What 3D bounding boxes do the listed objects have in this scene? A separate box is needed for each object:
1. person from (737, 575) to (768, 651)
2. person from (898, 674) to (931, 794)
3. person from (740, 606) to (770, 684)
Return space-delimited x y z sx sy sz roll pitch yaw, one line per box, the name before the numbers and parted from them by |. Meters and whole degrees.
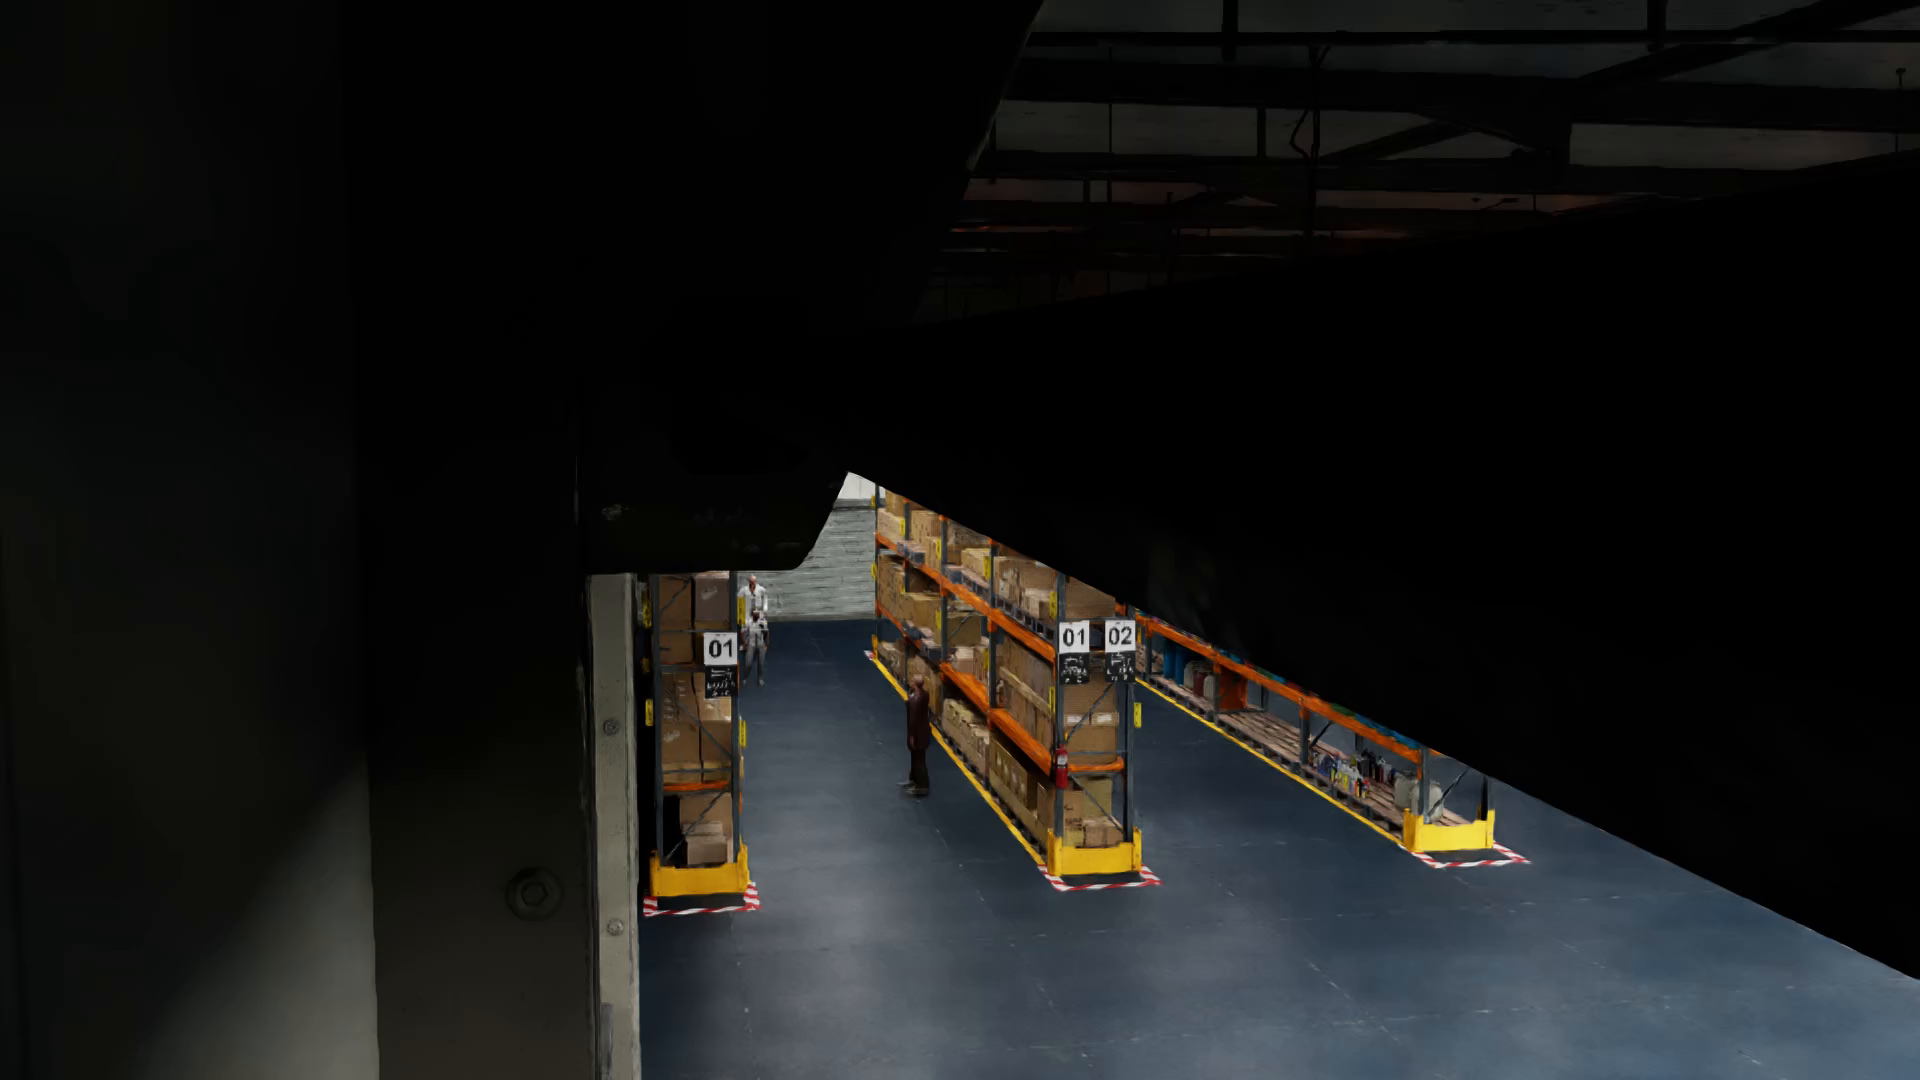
person | -4.683 1.638 37.390 0.729 1.733 0.546 -1 6 -13
person | -0.680 2.880 24.860 0.555 1.781 0.626 2 6 18
person | -4.116 2.103 33.395 0.592 1.629 0.532 -1 6 -14
